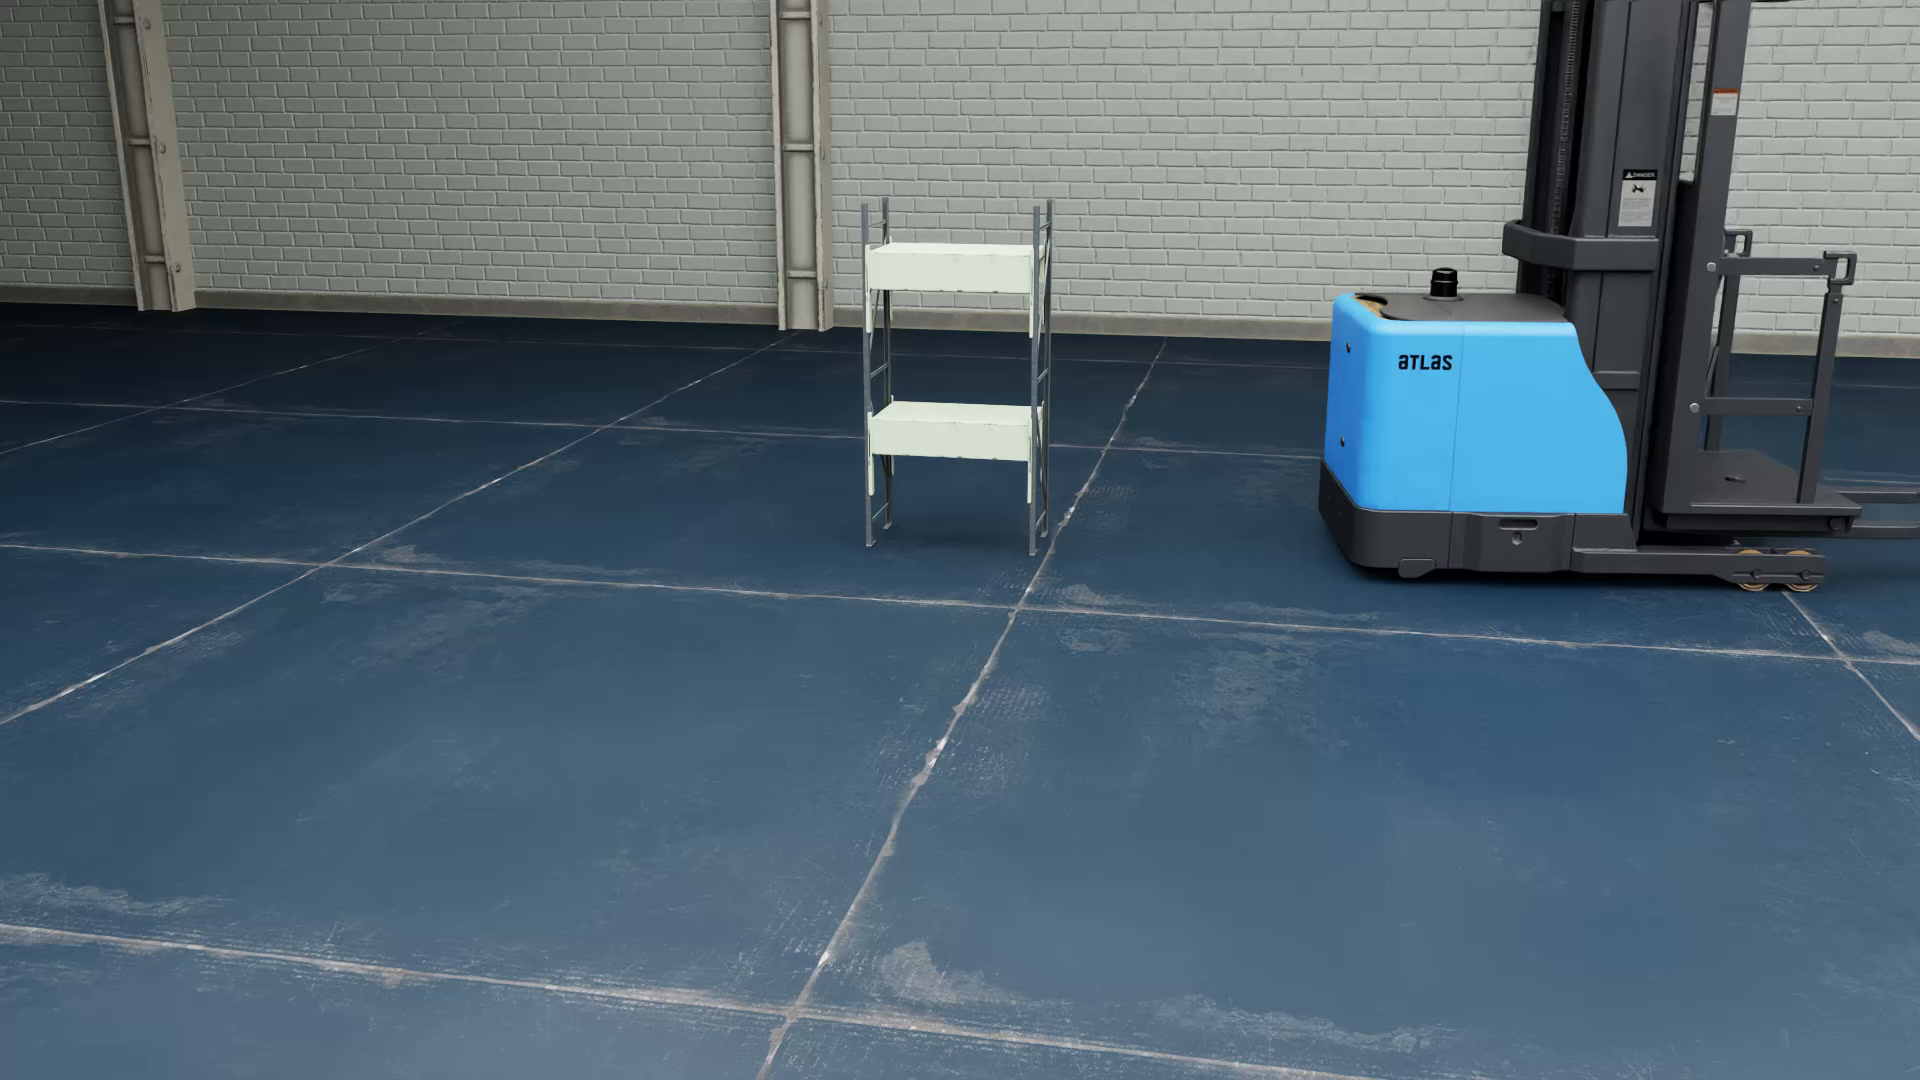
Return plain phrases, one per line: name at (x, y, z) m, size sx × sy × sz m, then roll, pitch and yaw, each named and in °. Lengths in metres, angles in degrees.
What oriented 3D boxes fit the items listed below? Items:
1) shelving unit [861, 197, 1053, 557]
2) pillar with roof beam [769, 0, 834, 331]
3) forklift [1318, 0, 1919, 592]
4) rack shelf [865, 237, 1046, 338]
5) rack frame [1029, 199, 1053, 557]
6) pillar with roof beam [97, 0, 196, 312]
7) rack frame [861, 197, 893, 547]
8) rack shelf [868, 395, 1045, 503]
shelving unit at (-0.007, -0.723, 7.293) m, size 0.755 × 1.500 × 0.431 m, roll 3°, pitch 16°, yaw 11°
pillar with roof beam at (-2.139, -4.981, 8.618) m, size 0.400 × 9.000 × 9.100 m, roll 3°, pitch 16°, yaw 11°
forklift at (3.155, -1.348, 6.870) m, size 3.031 × 2.935 × 1.130 m, roll 1°, pitch 16°, yaw 3°
rack shelf at (-0.007, -1.099, 7.189) m, size 0.720 × 0.370 × 0.431 m, roll 3°, pitch 16°, yaw 11°
rack frame at (0.352, -0.704, 7.223) m, size 0.023 × 1.500 × 0.400 m, roll 3°, pitch 16°, yaw 11°
pillar with roof beam at (-8.018, -5.300, 9.770) m, size 0.400 × 9.000 × 9.100 m, roll 3°, pitch 16°, yaw 11°
rack frame at (-0.365, -0.743, 7.363) m, size 0.023 × 1.500 × 0.400 m, roll 3°, pitch 16°, yaw 11°
rack shelf at (-0.007, -0.409, 7.380) m, size 0.720 × 0.370 × 0.431 m, roll 3°, pitch 16°, yaw 11°
